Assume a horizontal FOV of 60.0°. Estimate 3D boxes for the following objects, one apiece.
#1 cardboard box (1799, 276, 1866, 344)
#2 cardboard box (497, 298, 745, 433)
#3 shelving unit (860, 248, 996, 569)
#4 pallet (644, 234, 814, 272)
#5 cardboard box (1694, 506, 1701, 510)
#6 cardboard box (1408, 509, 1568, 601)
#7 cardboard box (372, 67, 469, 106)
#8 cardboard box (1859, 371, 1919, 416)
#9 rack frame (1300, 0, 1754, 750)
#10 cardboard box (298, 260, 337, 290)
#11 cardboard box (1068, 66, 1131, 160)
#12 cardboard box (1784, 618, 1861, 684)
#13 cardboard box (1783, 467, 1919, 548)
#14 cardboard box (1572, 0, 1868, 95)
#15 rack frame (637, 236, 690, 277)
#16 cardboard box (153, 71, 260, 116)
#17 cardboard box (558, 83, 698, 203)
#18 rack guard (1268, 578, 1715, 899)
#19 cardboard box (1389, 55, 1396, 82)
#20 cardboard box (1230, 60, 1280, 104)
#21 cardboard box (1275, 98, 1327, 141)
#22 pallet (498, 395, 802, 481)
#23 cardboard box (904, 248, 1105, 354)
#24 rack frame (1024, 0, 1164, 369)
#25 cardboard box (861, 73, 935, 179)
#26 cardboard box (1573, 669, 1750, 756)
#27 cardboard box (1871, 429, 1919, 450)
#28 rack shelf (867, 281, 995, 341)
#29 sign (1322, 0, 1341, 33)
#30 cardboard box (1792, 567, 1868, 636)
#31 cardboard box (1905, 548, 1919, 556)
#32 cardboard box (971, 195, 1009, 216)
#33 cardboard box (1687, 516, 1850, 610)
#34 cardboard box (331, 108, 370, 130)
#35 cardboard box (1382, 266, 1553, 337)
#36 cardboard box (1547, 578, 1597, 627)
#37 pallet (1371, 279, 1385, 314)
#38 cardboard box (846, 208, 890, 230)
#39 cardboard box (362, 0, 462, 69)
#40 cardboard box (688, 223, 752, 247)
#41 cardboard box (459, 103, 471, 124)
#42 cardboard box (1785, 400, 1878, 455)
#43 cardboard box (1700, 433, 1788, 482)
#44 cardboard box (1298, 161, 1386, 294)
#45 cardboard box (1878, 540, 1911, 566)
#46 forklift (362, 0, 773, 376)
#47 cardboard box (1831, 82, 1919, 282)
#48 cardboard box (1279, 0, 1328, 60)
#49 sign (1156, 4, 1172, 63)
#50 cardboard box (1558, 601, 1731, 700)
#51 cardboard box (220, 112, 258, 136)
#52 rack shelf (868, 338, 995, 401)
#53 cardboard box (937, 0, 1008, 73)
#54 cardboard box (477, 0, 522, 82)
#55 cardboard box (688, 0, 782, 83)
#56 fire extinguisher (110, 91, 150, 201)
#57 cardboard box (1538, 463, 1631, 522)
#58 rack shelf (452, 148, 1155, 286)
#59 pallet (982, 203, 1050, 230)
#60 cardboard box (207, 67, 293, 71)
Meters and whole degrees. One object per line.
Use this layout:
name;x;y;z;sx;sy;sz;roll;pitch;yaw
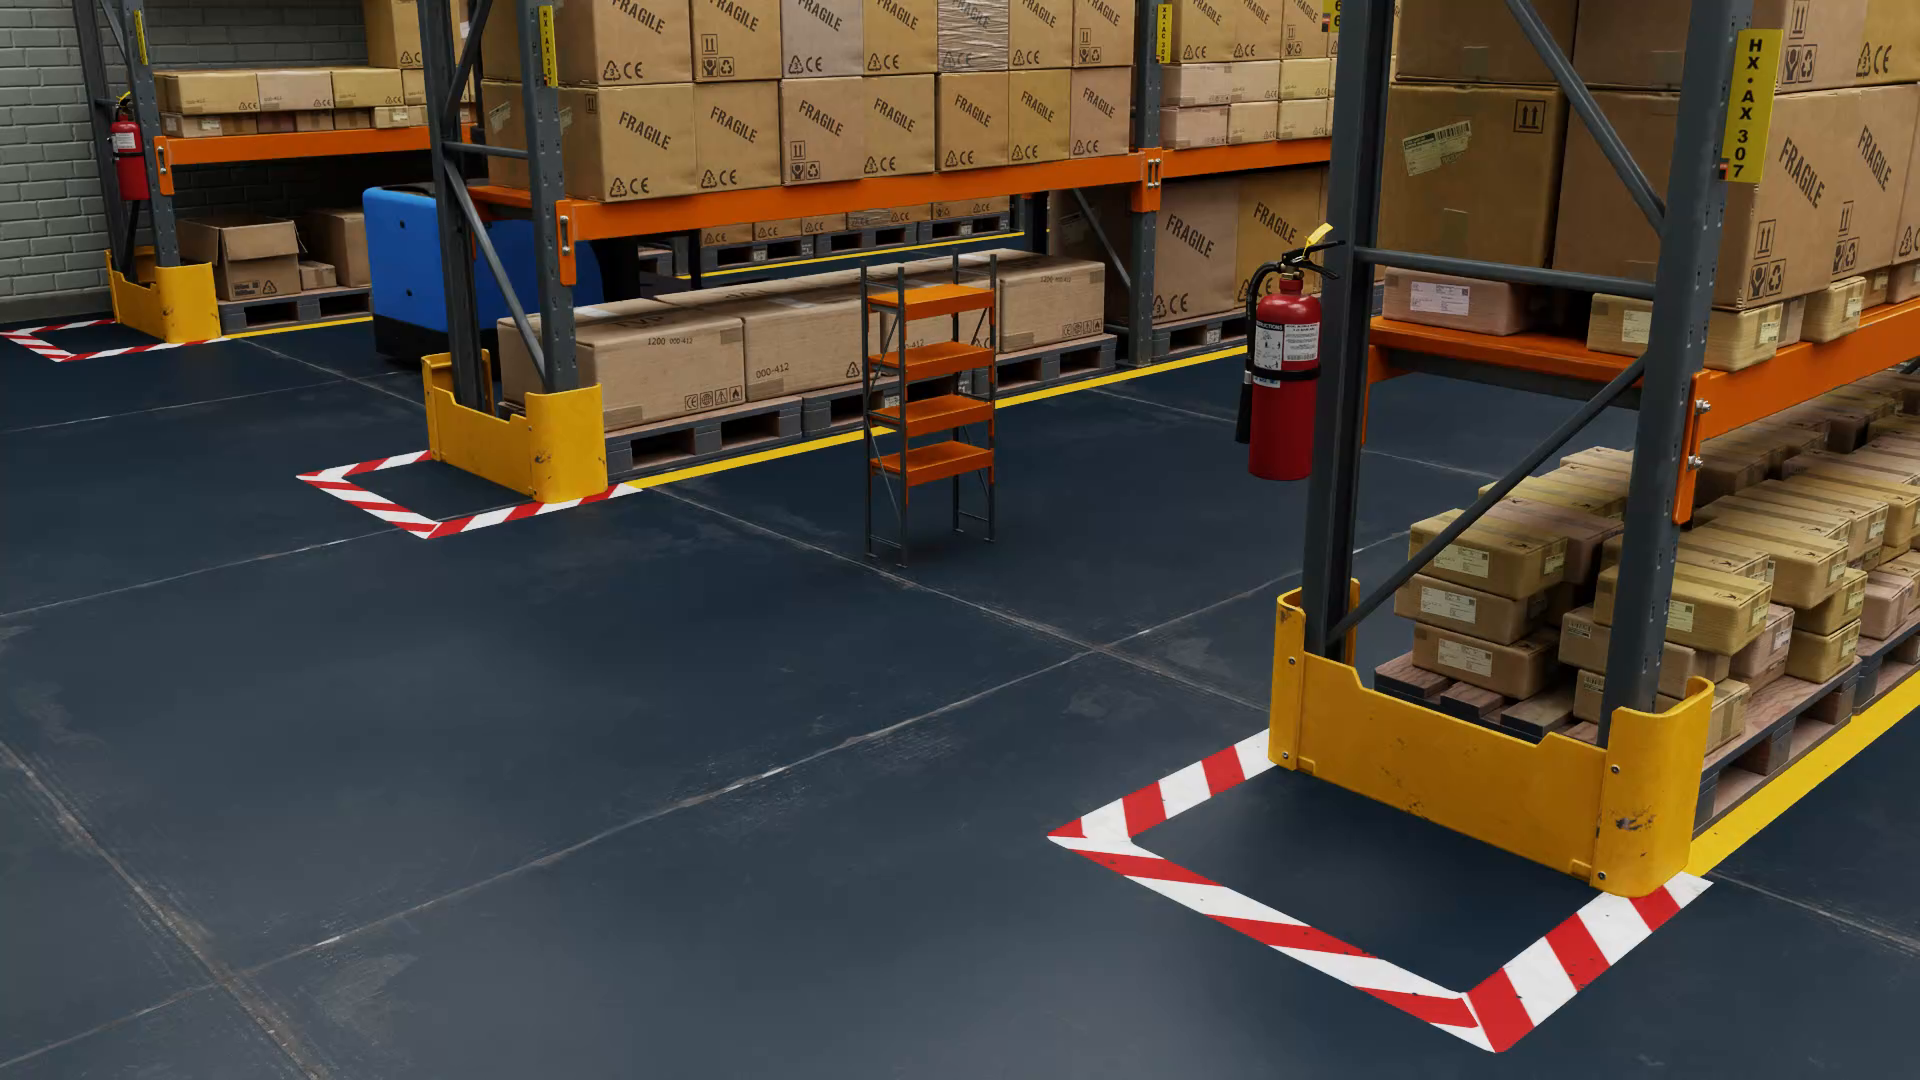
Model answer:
cardboard box;2.214;-0.649;4.531;0.380;0.149;0.250;17;25;42
cardboard box;-1.699;-0.896;8.359;0.875;0.438;0.875;17;24;42
shelving unit;-0.120;-0.536;6.691;0.503;1.200;0.258;-16;24;-41
pallet;-2.051;-2.567;14.559;1.213;0.211;1.003;-16;24;-41
cardboard box;2.495;-0.100;5.887;0.250;0.149;0.380;-15;23;-38
cardboard box;1.575;0.039;4.978;0.250;0.149;0.380;-16;24;-40
cardboard box;-3.919;-3.299;12.057;0.500;0.250;0.500;-17;25;-42
cardboard box;3.879;-0.613;6.989;0.250;0.149;0.380;-15;23;-39
rack frame;1.365;-0.665;4.173;0.127;3.000;1.000;-16;24;-41
cardboard box;-4.678;-1.898;11.917;0.380;0.149;0.250;17;24;42
cardboard box;0.636;-2.493;9.648;0.500;0.500;0.500;-16;24;-40
cardboard box;2.536;0.294;5.155;0.250;0.149;0.380;-16;24;-40
cardboard box;2.922;-0.110;5.438;0.250;0.149;0.380;-16;24;-40
cardboard box;1.873;-1.366;4.068;0.500;0.500;0.500;-16;24;-41
rack frame;-2.616;-3.712;13.571;0.127;3.000;1.000;-16;24;-41
cardboard box;-5.008;-2.971;11.045;0.500;0.250;0.500;-16;24;-41
cardboard box;-1.564;-1.838;7.628;0.500;0.500;0.500;-17;24;-41
rack guard;1.420;0.508;4.608;0.348;0.500;1.175;-16;24;-41
cardboard box;2.798;-3.233;11.525;0.500;0.250;0.500;-17;25;-42
cardboard box;1.670;-2.914;10.542;0.500;0.250;0.500;-16;24;-40
cardboard box;2.056;-2.779;10.934;0.500;0.250;0.500;-17;24;-41
pallet;-1.582;-0.614;8.535;1.213;0.211;1.003;-16;24;-41
cardboard box;0.267;-1.473;10.137;0.875;0.438;0.875;-17;24;-42
rack frame;0.797;-2.601;10.143;0.127;3.000;1.000;-16;24;-41
cardboard box;-0.481;-2.165;8.637;0.500;0.500;0.500;-15;23;-39
cardboard box;1.965;0.452;4.669;0.250;0.149;0.380;-16;24;-40
cardboard box;3.482;-0.273;5.940;0.380;0.149;0.250;16;24;41
rack shelf;-0.120;-0.909;6.570;0.480;0.148;0.258;-16;24;-41
sign;0.998;-1.495;4.343;0.005;0.325;0.100;-16;24;-41
cardboard box;2.538;0.149;5.121;0.250;0.149;0.380;-15;23;-39
cardboard box;3.233;0.062;5.870;0.250;0.149;0.380;-16;24;-40
cardboard box;0.131;-3.433;16.081;0.500;0.500;0.500;-15;23;-39
cardboard box;2.368;0.063;4.903;0.250;0.149;0.380;-16;24;-41
cardboard box;-4.360;-2.979;11.715;0.250;0.149;0.380;-16;24;-40
cardboard box;1.408;-0.678;4.620;0.250;0.149;0.380;-16;24;-41
cardboard box;1.779;0.130;5.178;0.250;0.149;0.380;-17;25;-42
pallet;3.079;-1.972;12.724;1.213;0.211;1.003;-16;24;-41
cardboard box;-0.983;-3.103;15.065;0.500;0.500;0.500;17;24;42
cardboard box;-3.918;-3.645;11.910;0.500;0.500;0.500;-15;24;-39
cardboard box;-2.110;-2.775;14.053;0.500;0.500;0.500;-15;23;-38
cardboard box;-3.808;-3.146;12.231;0.250;0.149;0.380;-16;24;-41
cardboard box;3.314;-0.443;6.464;0.250;0.149;0.380;-17;25;-42
cardboard box;2.725;-0.288;5.985;0.250;0.149;0.380;-16;24;-41
cardboard box;2.493;-2.322;12.046;0.875;0.875;0.875;-16;24;-40
cardboard box;3.037;-0.050;5.736;0.250;0.149;0.380;-15;23;-38
forklift;-2.253;-2.732;10.658;3.031;2.935;1.130;-17;25;-42
cardboard box;2.252;-1.007;4.582;0.500;0.500;0.500;-16;24;-41
cardboard box;2.031;-3.373;10.740;0.500;0.500;0.500;-17;25;-42
sign;1.179;-2.926;9.614;0.005;0.325;0.100;-16;24;-41
cardboard box;1.922;0.296;4.667;0.250;0.149;0.380;-15;23;-39
cardboard box;-4.942;-2.818;11.219;0.250;0.149;0.380;-15;24;-39
rack shelf;-0.120;-0.684;6.643;0.480;0.148;0.258;-16;24;-41
cardboard box;-0.094;-2.746;8.809;0.500;0.500;0.500;-16;24;-40
cardboard box;-1.923;-2.432;7.839;0.500;0.500;0.500;-15;23;-39
cardboard box;-1.194;-2.425;7.818;0.500;0.500;0.500;-17;25;-42
fire extinguisher;-5.312;-2.516;10.611;0.183;0.674;0.296;-16;24;-41
cardboard box;2.130;-0.125;5.485;0.380;0.149;0.250;17;24;42
rack shelf;-0.656;-1.835;8.947;4.000;0.370;1.077;-16;24;-41
pallet;0.915;-3.399;17.127;1.213;0.211;1.003;-16;24;-41
cardboard box;-4.995;-3.201;11.755;0.500;0.250;0.500;-16;24;-41
